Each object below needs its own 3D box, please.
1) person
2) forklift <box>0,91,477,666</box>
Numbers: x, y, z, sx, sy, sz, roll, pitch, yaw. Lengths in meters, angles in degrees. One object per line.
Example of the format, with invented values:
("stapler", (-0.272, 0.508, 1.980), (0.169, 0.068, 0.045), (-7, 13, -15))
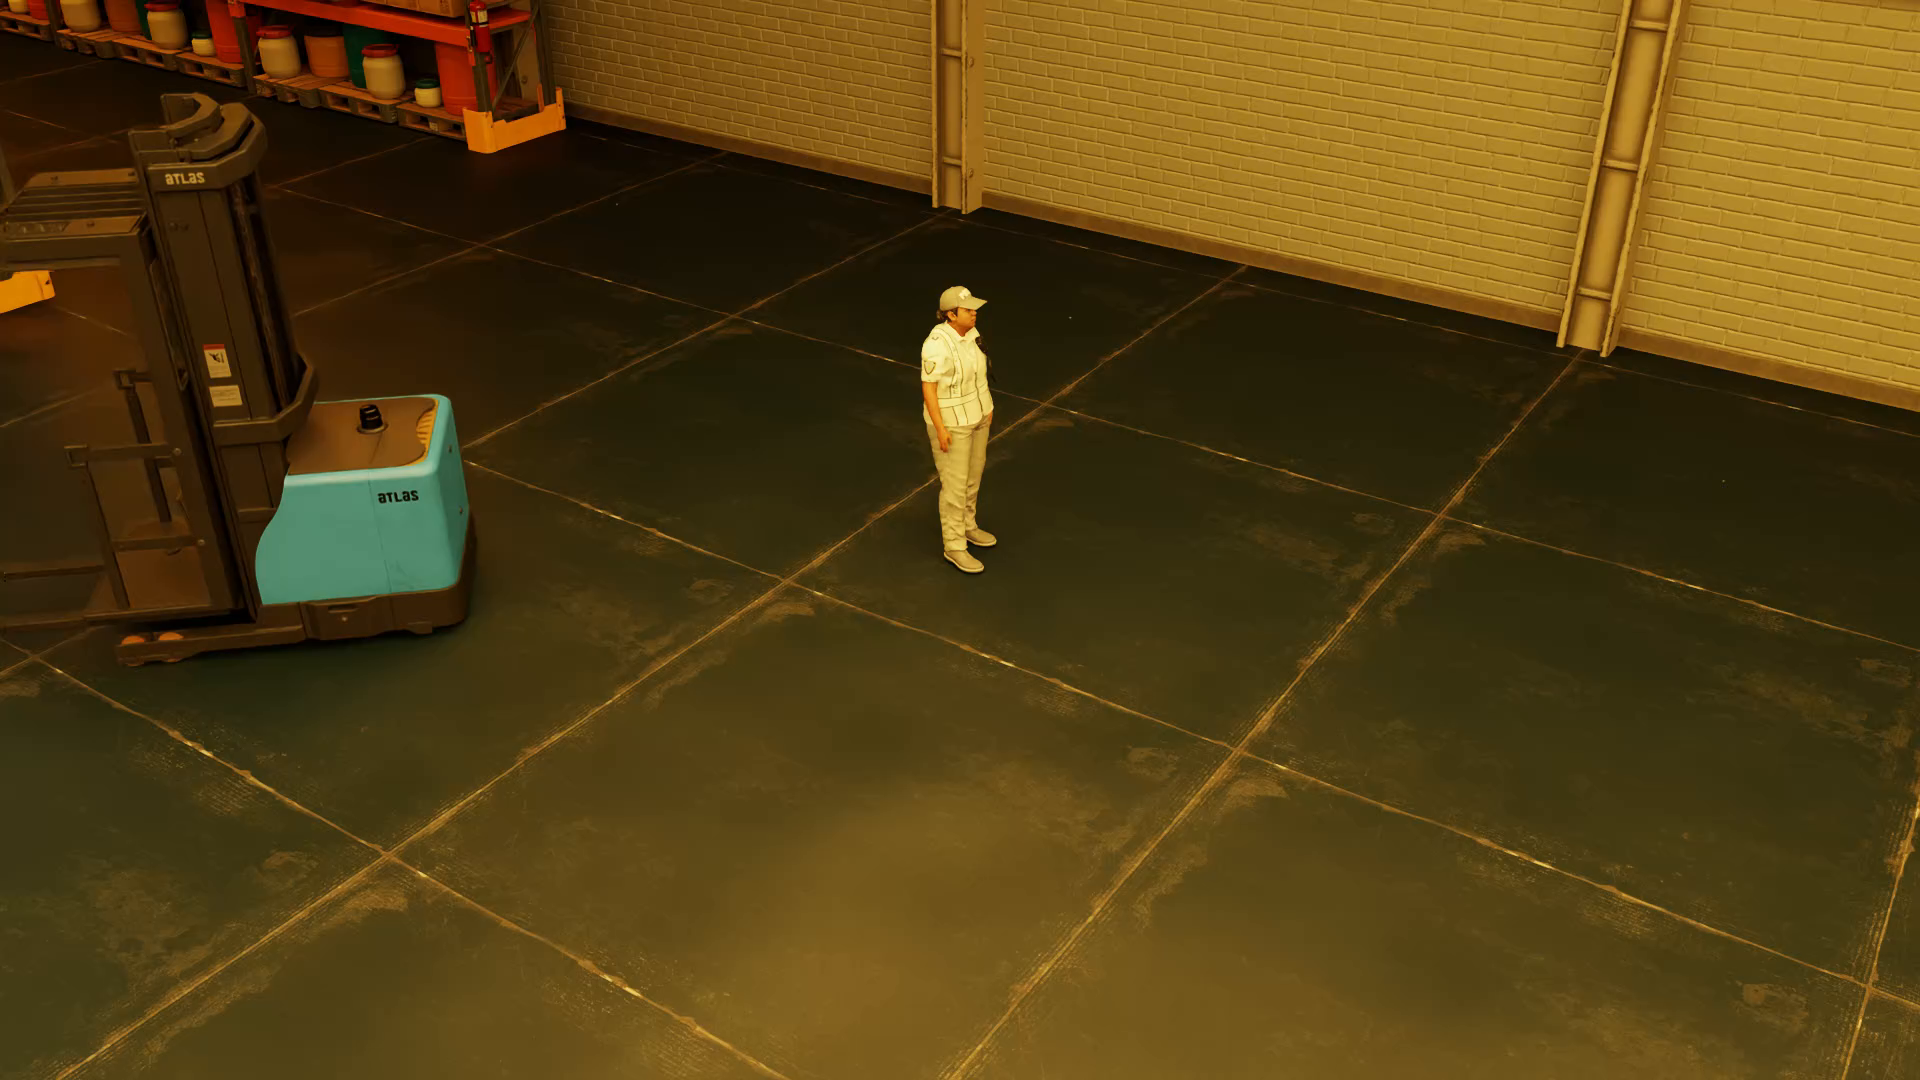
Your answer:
("person", (0.051, -0.697, 10.025), (0.529, 1.670, 0.599), (19, 35, 29))
("forklift", (-4.418, -0.850, 9.045), (3.031, 2.935, 1.130), (-5, 31, -9))
